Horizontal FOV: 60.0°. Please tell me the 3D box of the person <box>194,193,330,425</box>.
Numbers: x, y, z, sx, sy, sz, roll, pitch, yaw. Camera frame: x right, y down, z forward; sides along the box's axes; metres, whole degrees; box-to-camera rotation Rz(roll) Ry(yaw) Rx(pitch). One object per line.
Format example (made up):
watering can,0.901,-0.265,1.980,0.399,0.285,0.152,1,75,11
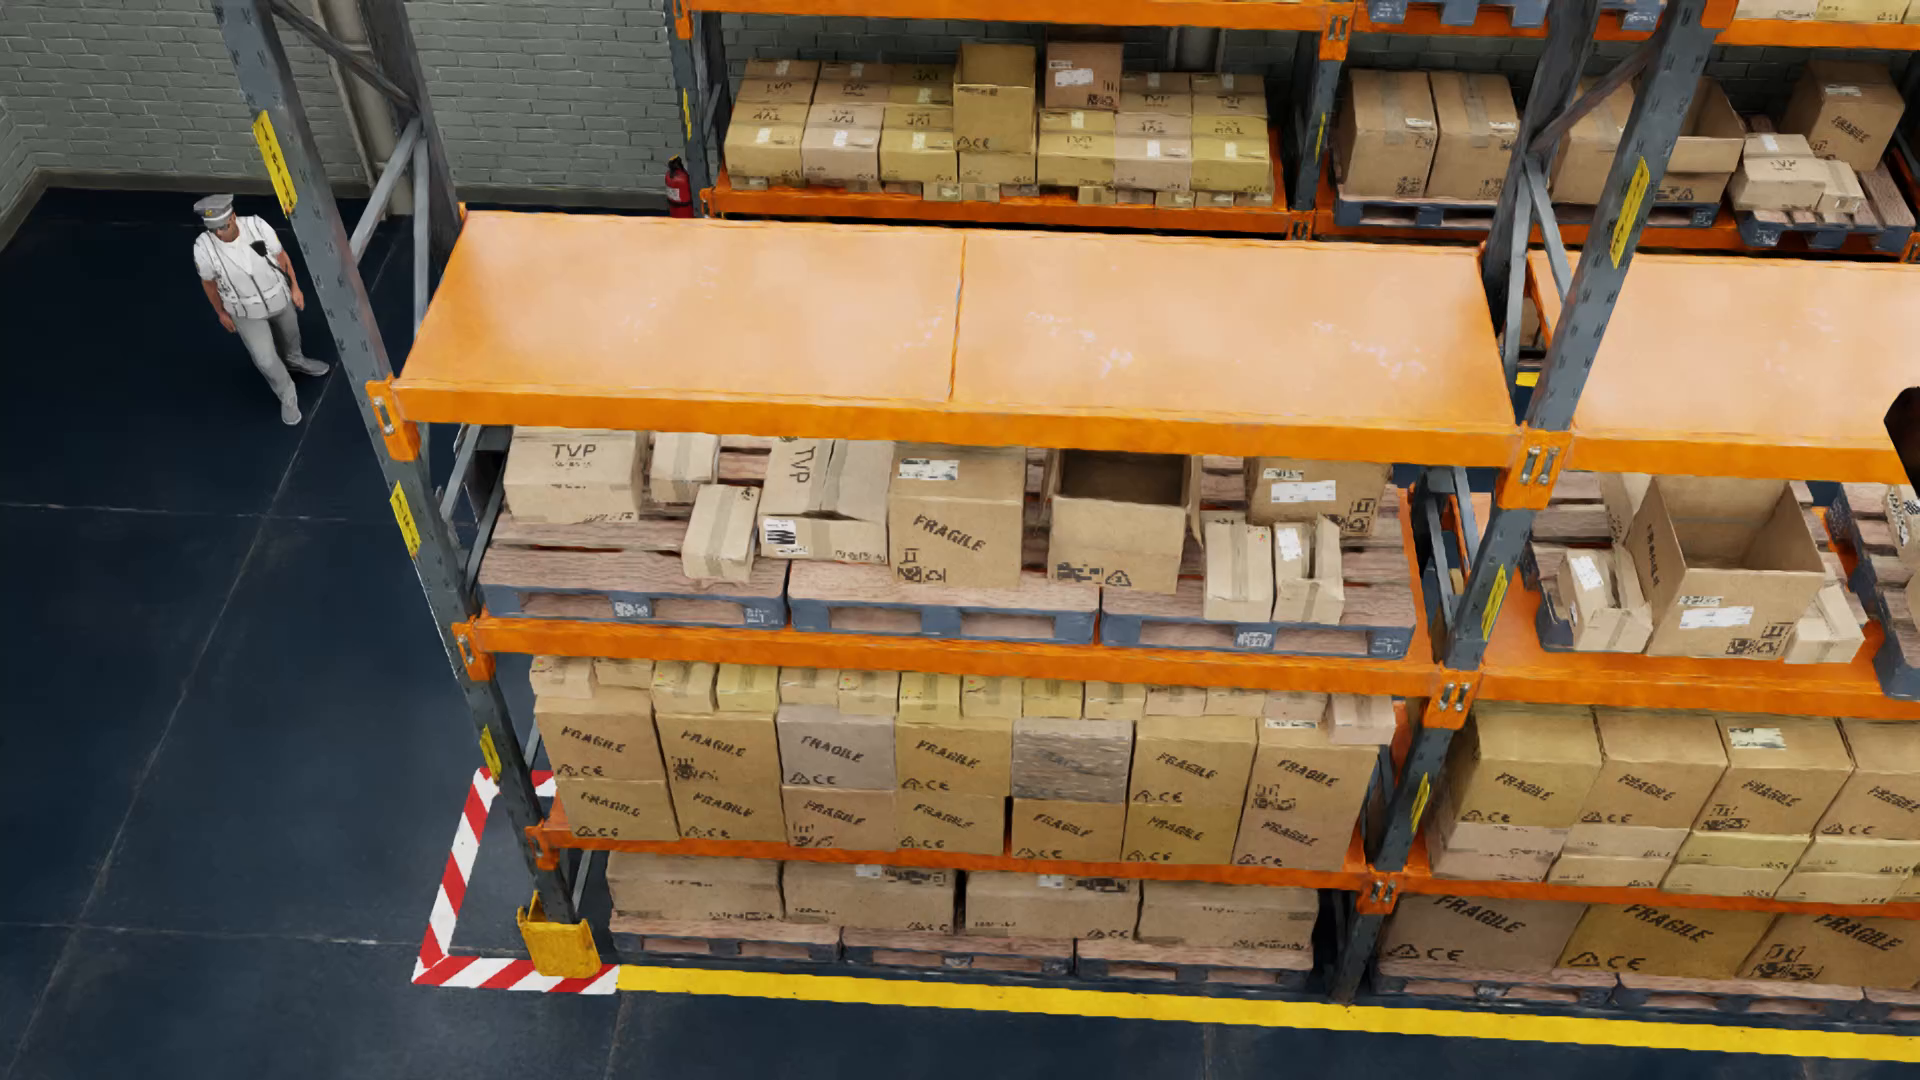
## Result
person,-4.656,-1.609,11.029,0.579,1.742,0.605,-30,55,-24
